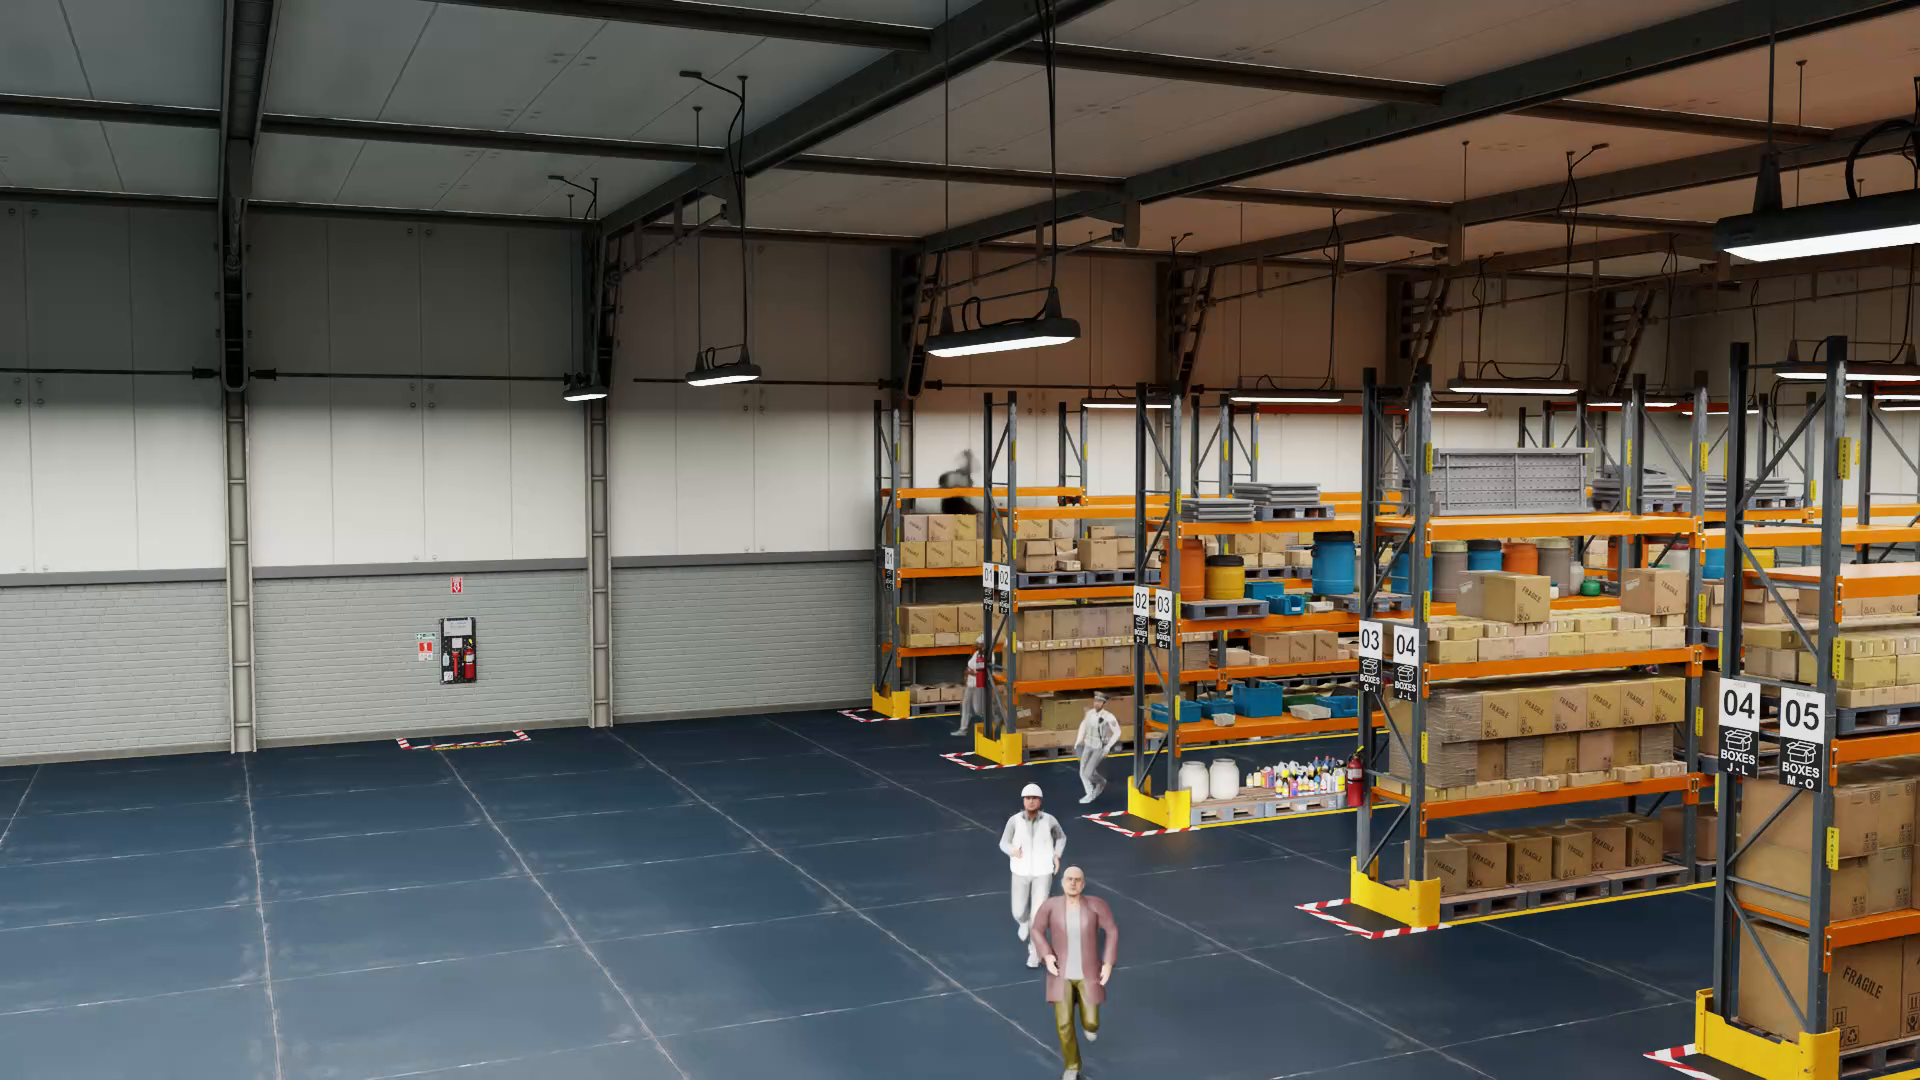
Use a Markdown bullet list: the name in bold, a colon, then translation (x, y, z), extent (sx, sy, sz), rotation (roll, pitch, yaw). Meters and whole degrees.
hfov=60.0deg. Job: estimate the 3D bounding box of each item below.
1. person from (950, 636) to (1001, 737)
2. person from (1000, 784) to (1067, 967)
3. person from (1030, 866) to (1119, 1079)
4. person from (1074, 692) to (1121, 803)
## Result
- **person**: translation (0.265, 2.514, 28.549), extent (0.903, 1.745, 0.745), rotation (-2, 4, -27)
- **person**: translation (0.730, 3.319, 16.674), extent (0.671, 1.745, 0.871), rotation (0, 3, 6)
- **person**: translation (0.933, 3.521, 13.619), extent (0.730, 1.723, 0.717), rotation (0, 3, 3)
- **person**: translation (1.934, 2.978, 23.791), extent (0.671, 1.647, 0.460), rotation (3, 5, 45)
